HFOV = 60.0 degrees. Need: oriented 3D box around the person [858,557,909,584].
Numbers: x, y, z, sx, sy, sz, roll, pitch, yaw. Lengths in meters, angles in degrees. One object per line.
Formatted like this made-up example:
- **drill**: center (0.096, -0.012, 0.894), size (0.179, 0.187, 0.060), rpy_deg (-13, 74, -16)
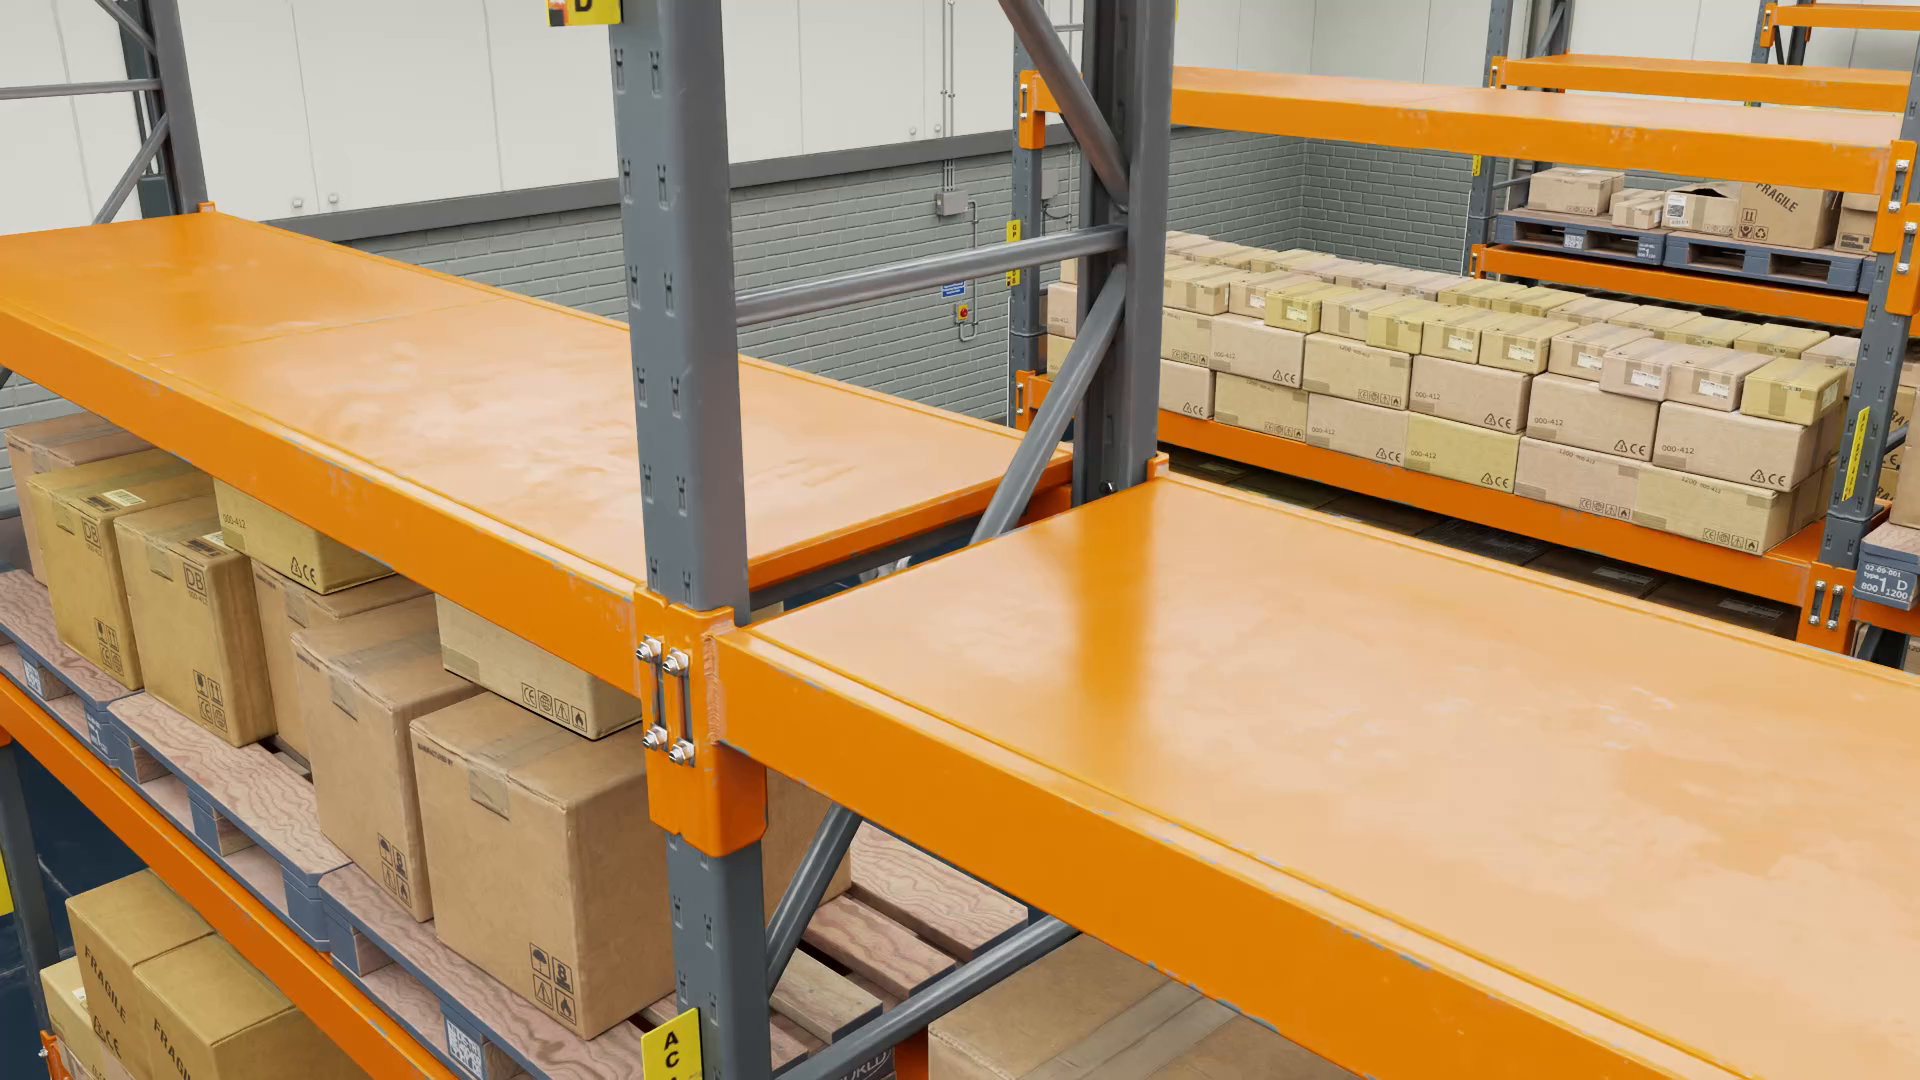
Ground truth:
- **person**: center (-0.535, 0.019, 11.781), size (0.361, 1.801, 0.545), rpy_deg (-19, 27, -41)
